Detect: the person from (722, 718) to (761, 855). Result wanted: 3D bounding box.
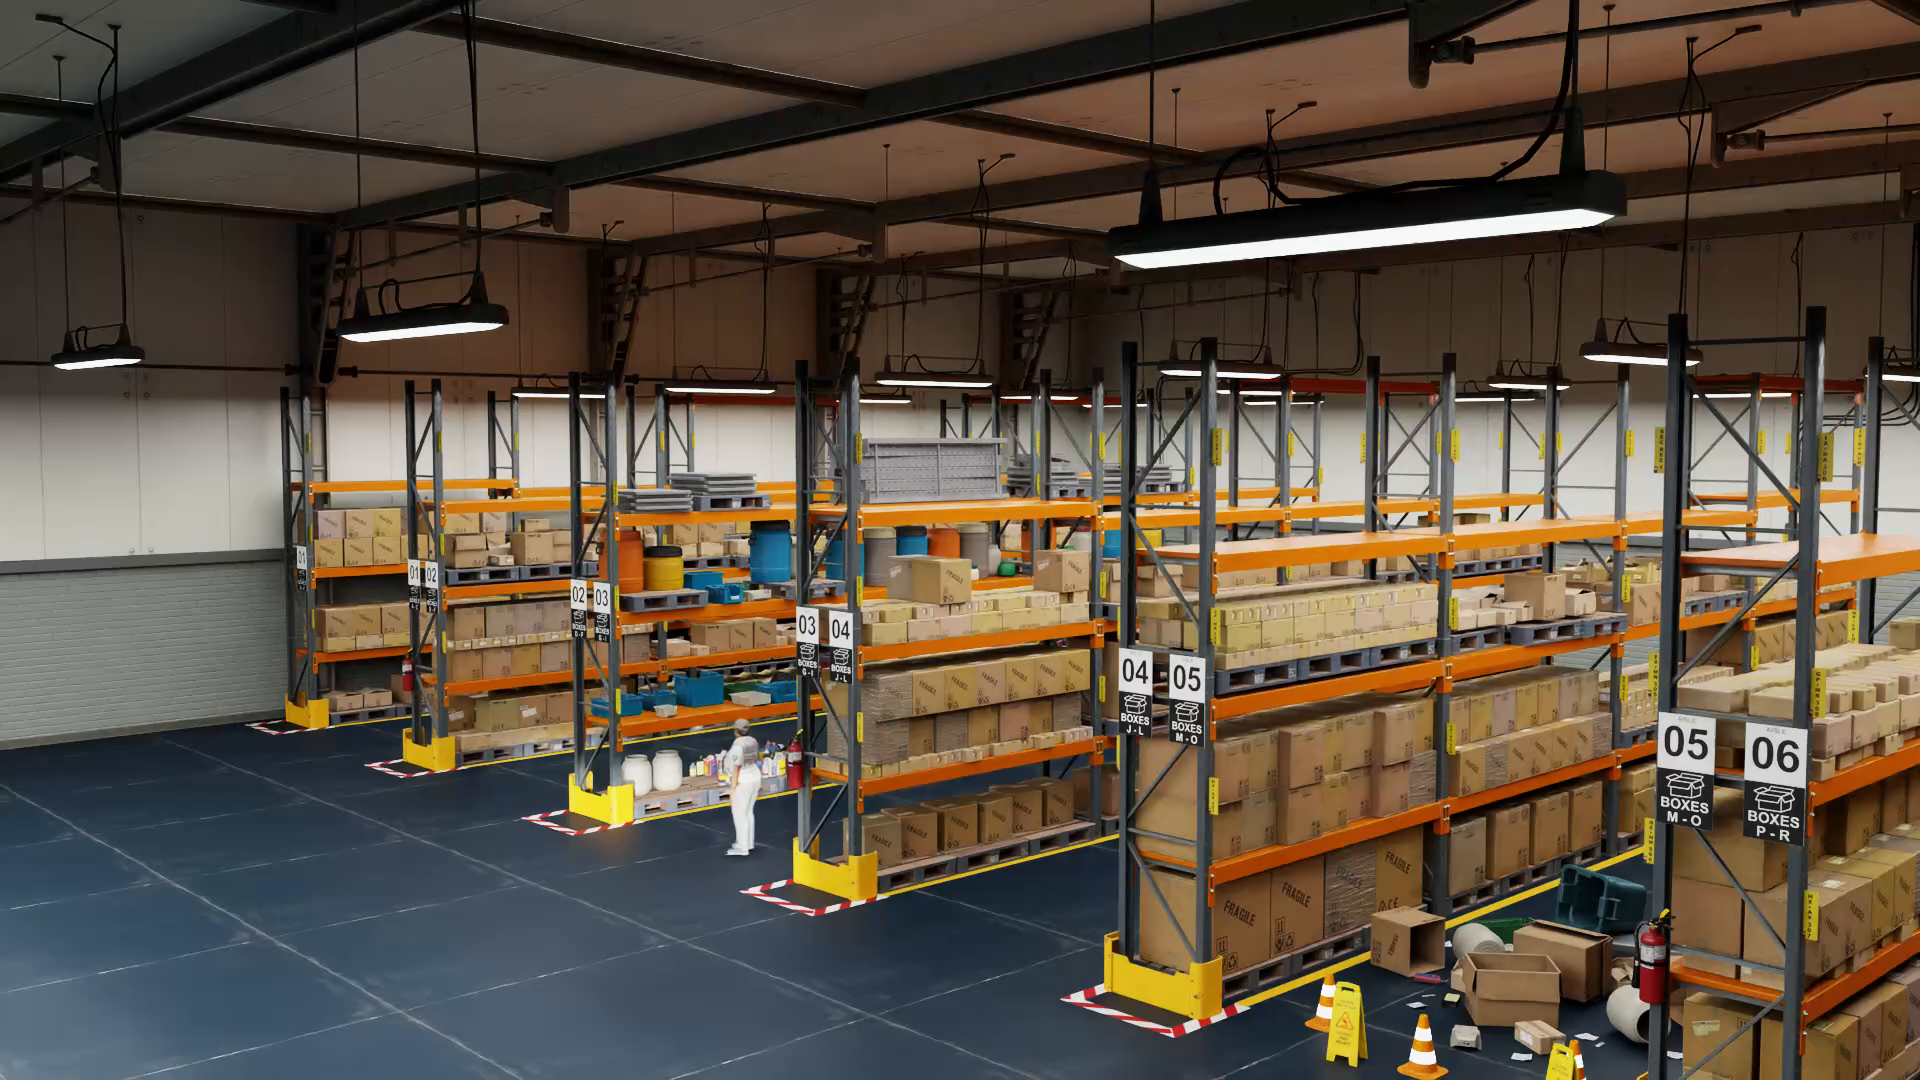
[{"bbox_3d":[-2.683,3.016,20.443,0.433,1.665,0.535,1,4,17],"label":"person"}]
